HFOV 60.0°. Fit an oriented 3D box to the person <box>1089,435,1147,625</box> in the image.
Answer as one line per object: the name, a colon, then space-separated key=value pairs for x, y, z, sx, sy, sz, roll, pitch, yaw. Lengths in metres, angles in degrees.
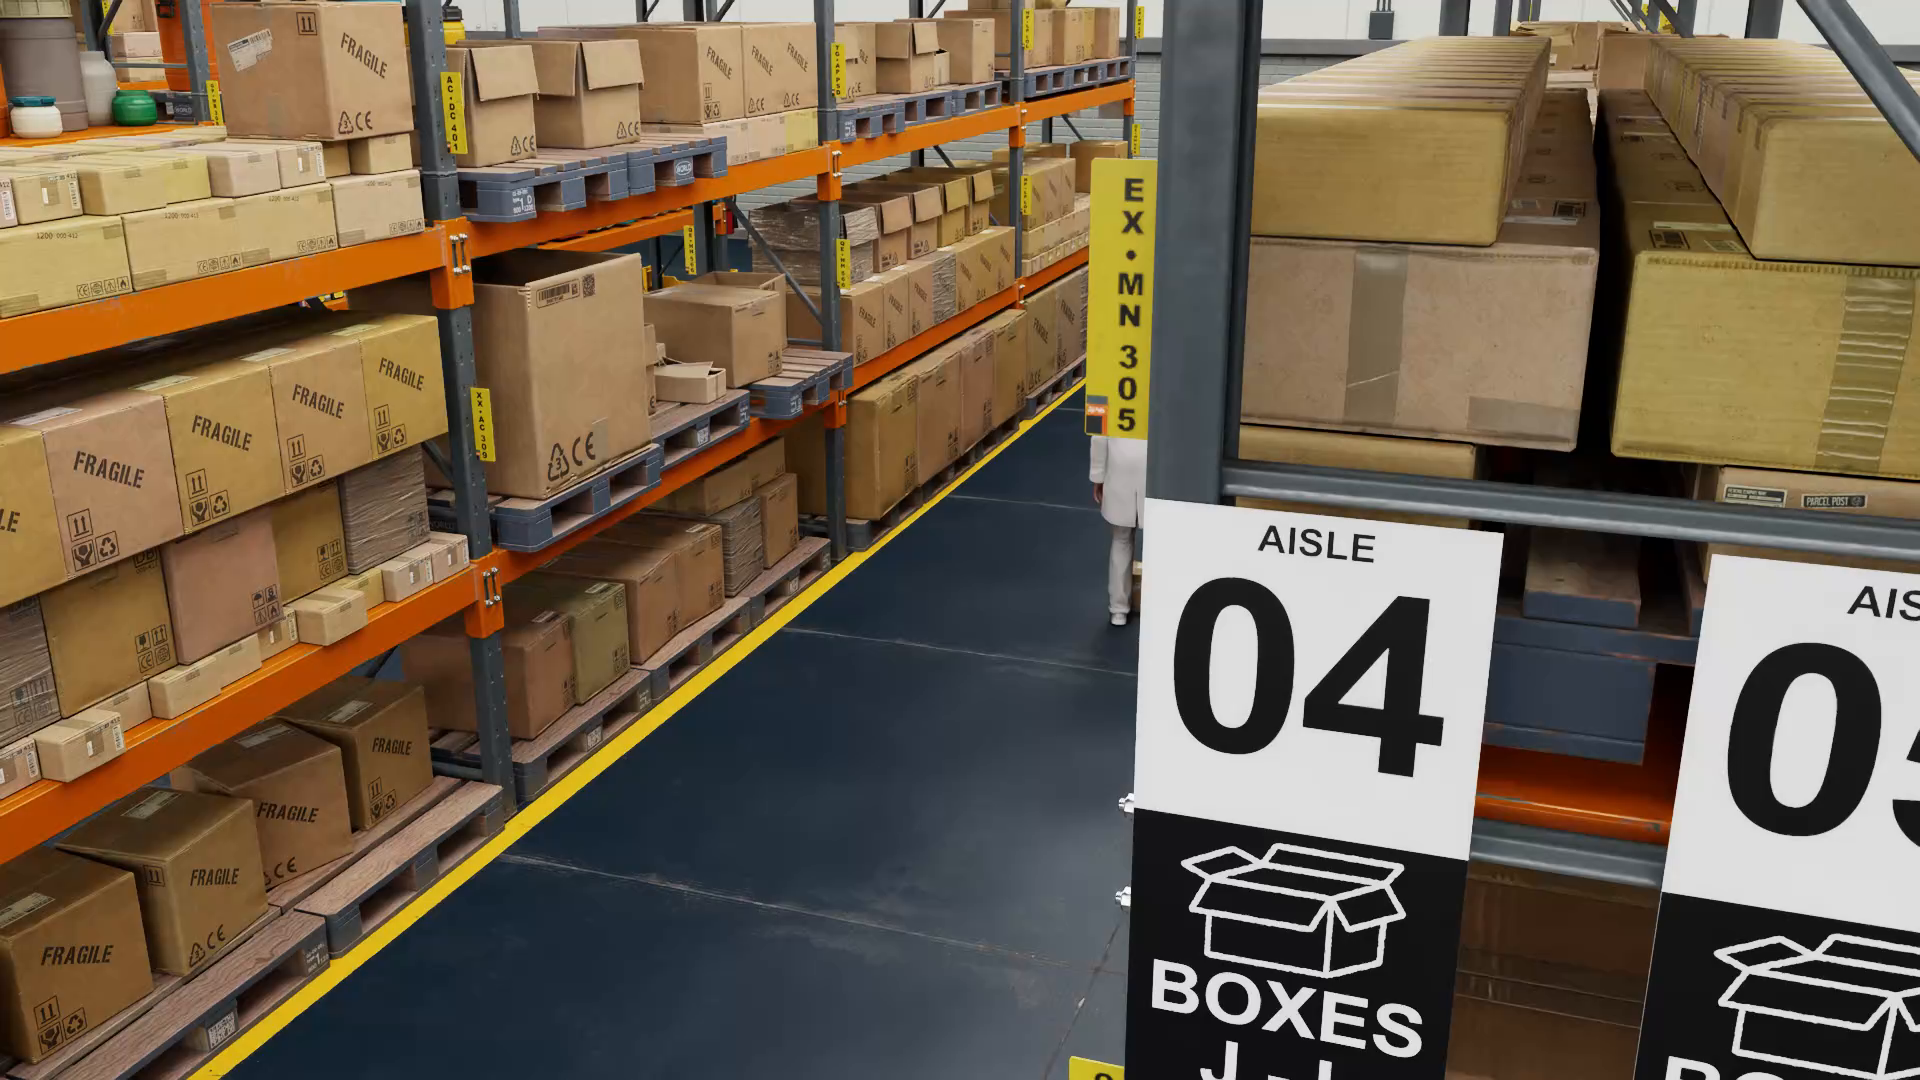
person: x=1.104 y=-0.344 z=10.122 sx=0.644 sy=1.772 sz=0.429 roll=5 pitch=19 yaw=15
